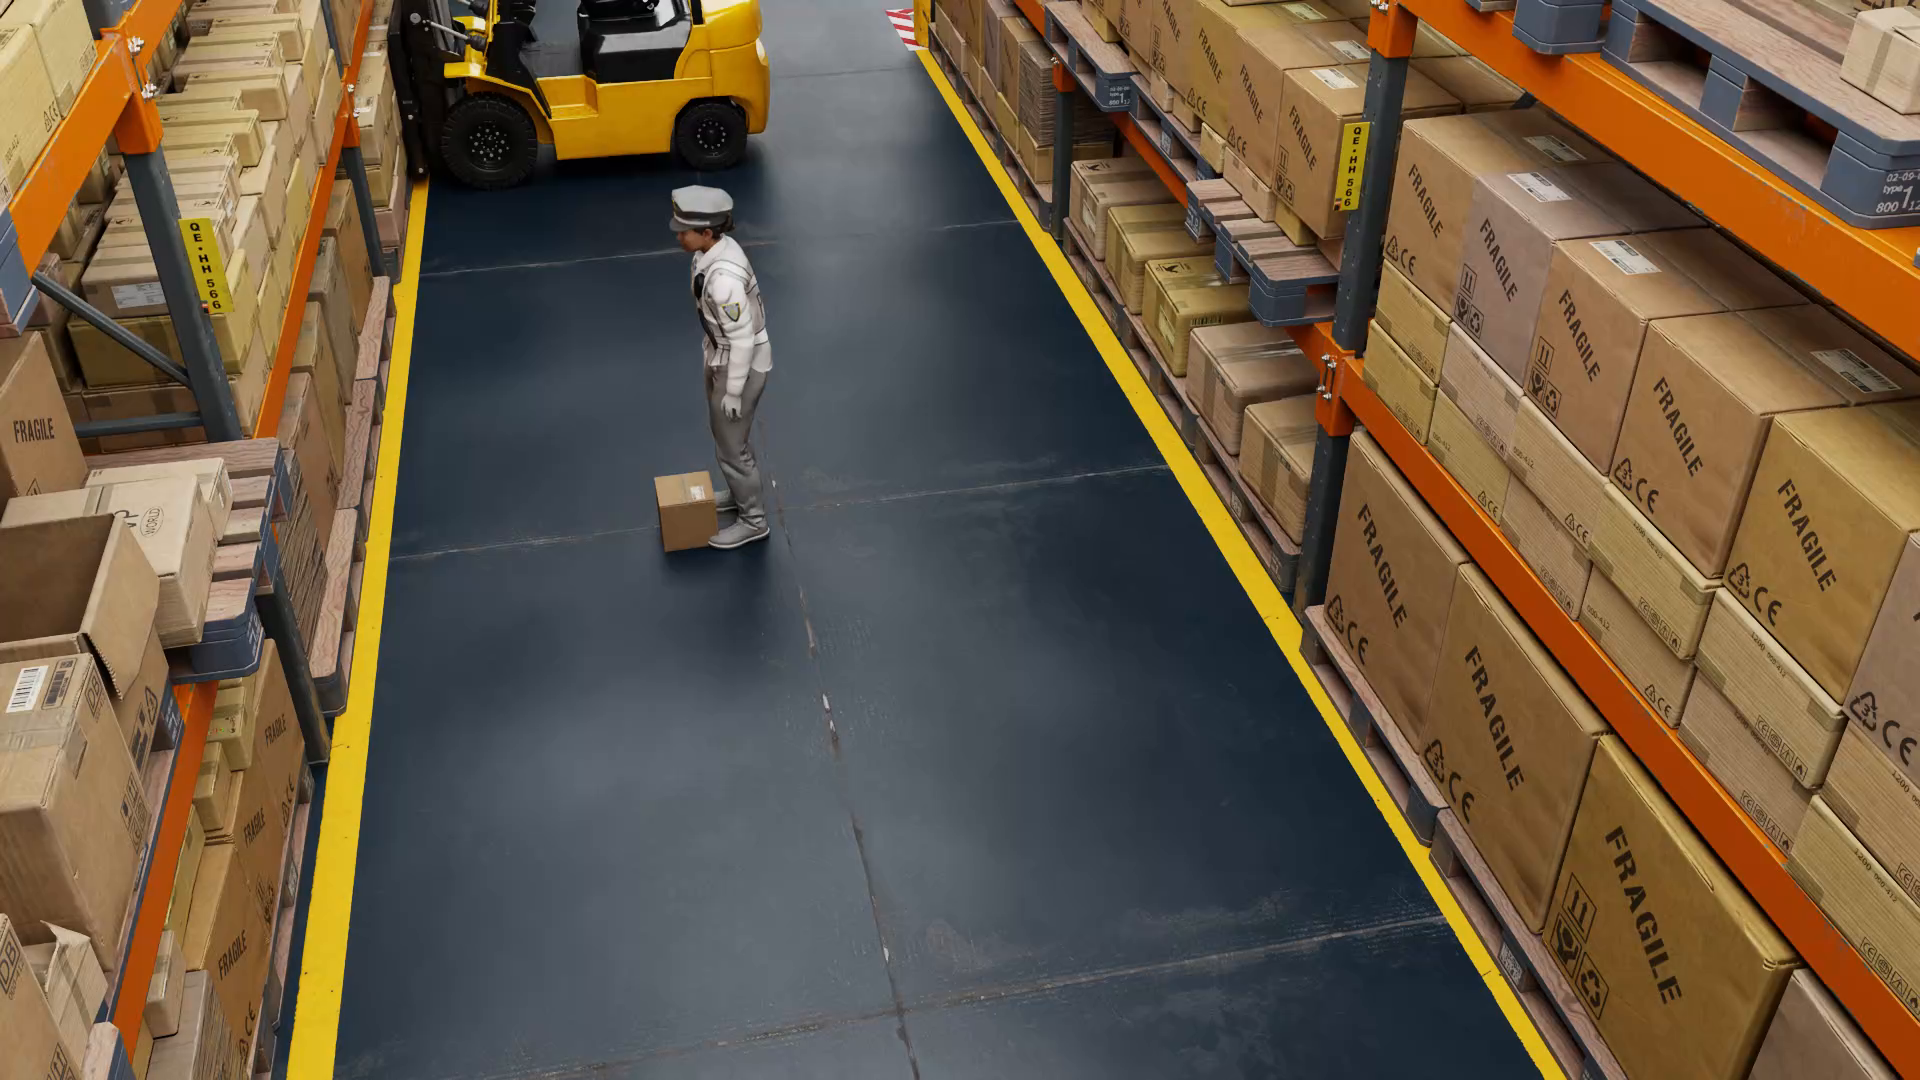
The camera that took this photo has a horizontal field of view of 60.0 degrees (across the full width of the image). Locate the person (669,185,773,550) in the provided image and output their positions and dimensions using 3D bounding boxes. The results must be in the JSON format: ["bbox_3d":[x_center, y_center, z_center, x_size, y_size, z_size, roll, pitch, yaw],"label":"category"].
[{"bbox_3d":[-1.008,-0.743,7.220,0.376,1.663,0.544,-9,36,-13],"label":"person"}]
